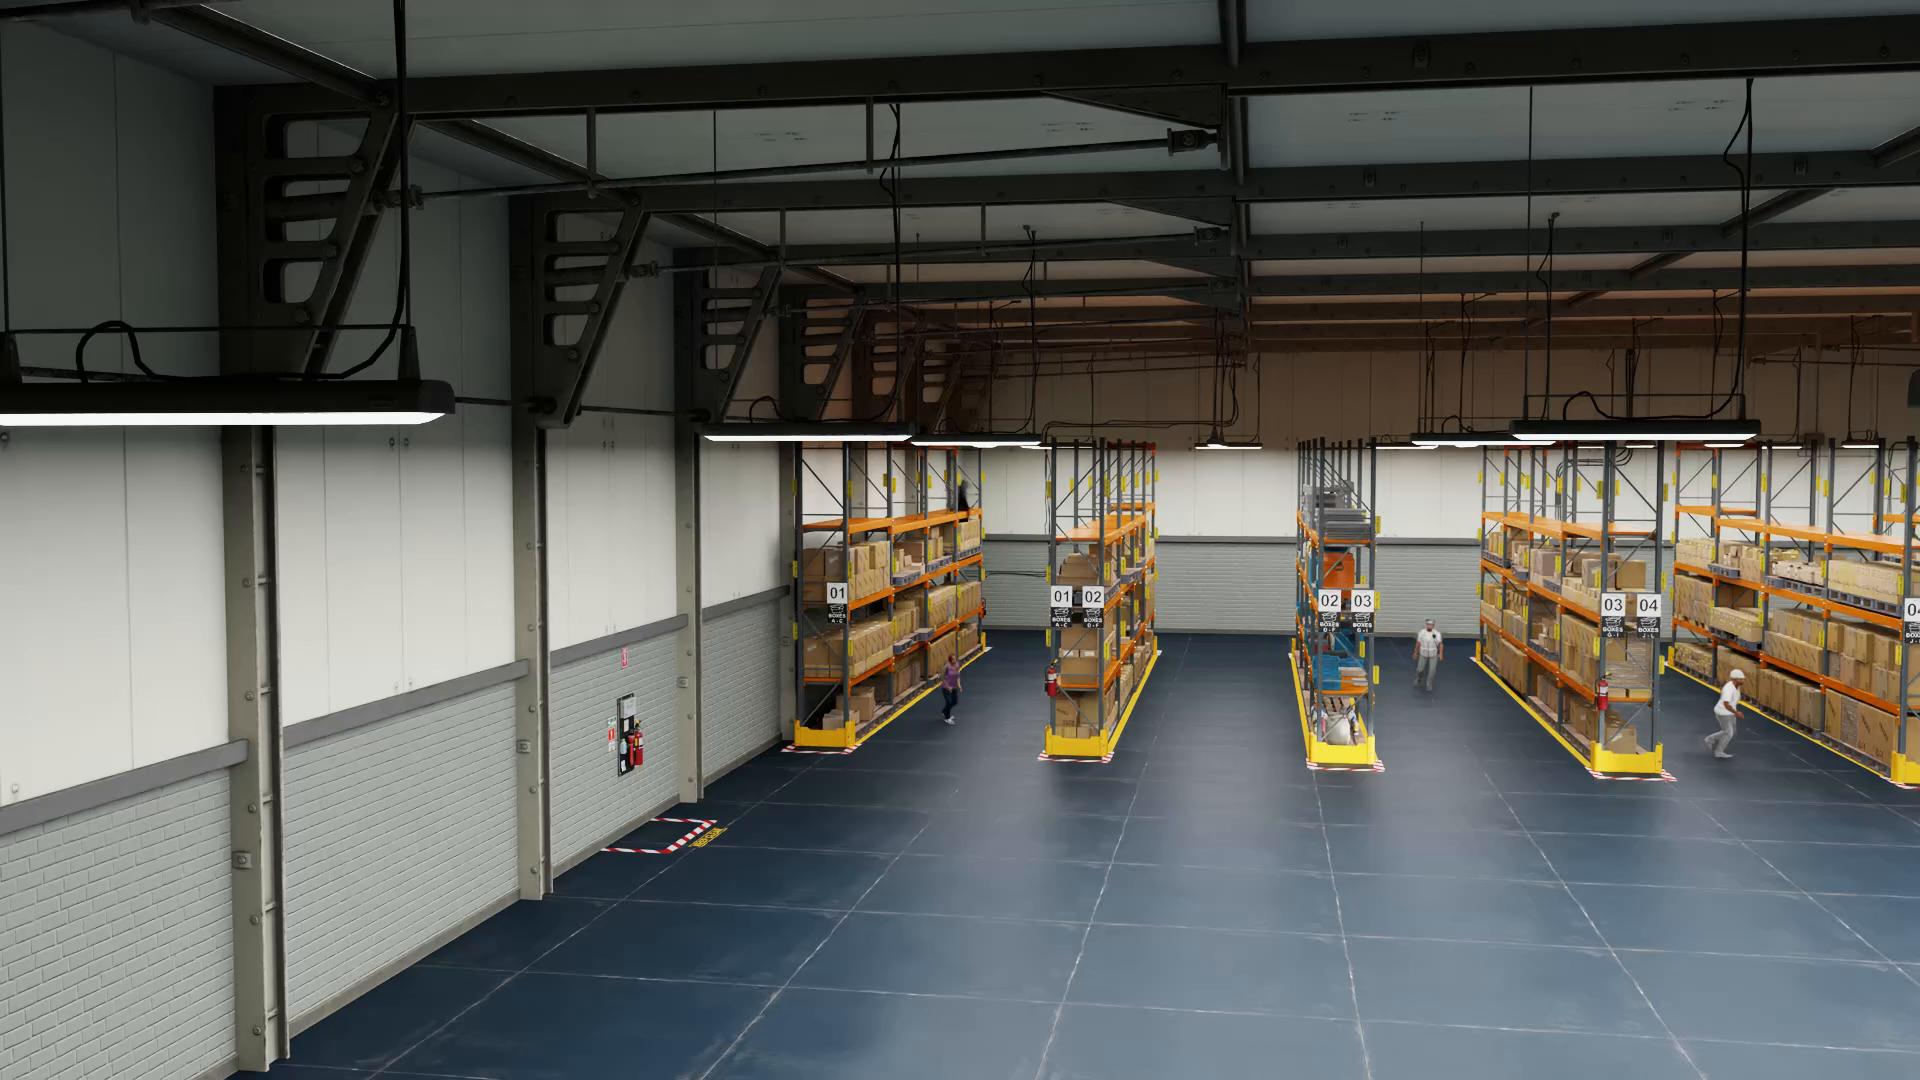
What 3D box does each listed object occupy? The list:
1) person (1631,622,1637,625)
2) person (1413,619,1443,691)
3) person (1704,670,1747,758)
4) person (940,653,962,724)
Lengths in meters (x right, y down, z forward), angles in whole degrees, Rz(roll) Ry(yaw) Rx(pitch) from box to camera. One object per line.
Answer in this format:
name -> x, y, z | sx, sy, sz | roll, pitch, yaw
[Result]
person -> 18.812, 2.505, 46.617 | 0.648, 1.485, 0.892 | 2, 3, 28
person -> 11.253, 2.741, 39.982 | 0.709, 1.733, 0.678 | 1, 3, 19
person -> 14.301, 3.244, 31.084 | 0.804, 1.683, 0.700 | 3, 4, 44
person -> -0.250, 3.122, 35.038 | 0.523, 1.515, 0.710 | -2, 4, -33
